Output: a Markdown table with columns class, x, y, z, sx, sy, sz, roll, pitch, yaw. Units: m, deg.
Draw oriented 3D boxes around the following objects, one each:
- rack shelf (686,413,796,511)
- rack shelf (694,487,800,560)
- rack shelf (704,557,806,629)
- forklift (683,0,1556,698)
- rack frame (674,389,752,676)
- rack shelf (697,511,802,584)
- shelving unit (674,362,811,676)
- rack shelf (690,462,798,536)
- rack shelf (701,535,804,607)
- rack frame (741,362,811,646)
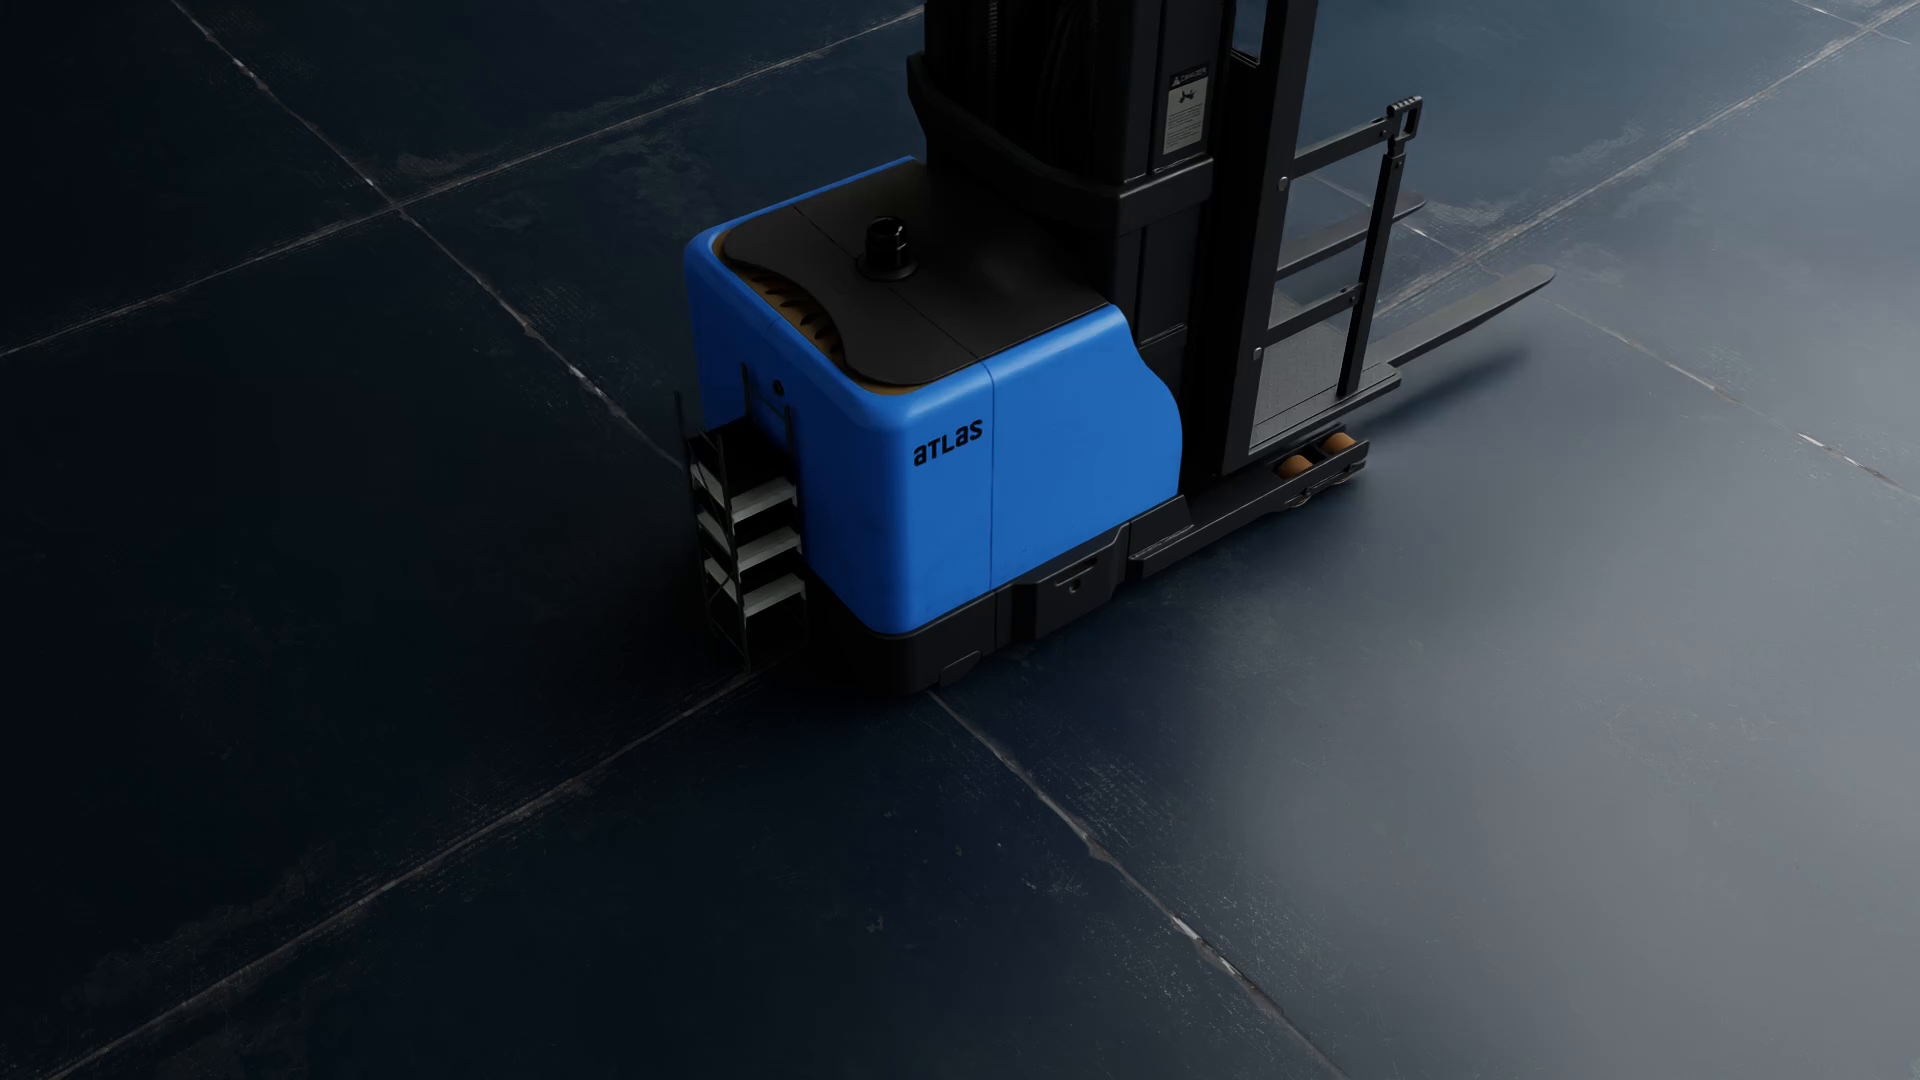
| class | x | y | z | sx | sy | sz | roll | pitch | yaw |
| --- | --- | --- | --- | --- | --- | --- | --- | --- | --- |
| rack shelf | -0.595 | -0.213 | 4.474 | 0.200 | 0.077 | 0.258 | -26 | 49 | -25 |
| rack shelf | -0.595 | -0.082 | 4.597 | 0.200 | 0.077 | 0.258 | -26 | 49 | -25 |
| rack shelf | -0.595 | 0.115 | 4.782 | 0.200 | 0.077 | 0.258 | -26 | 49 | -25 |
| forklift | 0.713 | -1.442 | 4.644 | 3.031 | 2.935 | 1.130 | -26 | 49 | -25 |
| rack frame | -0.678 | 0.000 | 4.592 | 0.006 | 0.900 | 0.240 | -26 | 49 | -25 |
| rack shelf | -0.595 | -0.016 | 4.658 | 0.200 | 0.077 | 0.258 | -26 | 49 | -25 |
| shelving unit | -0.595 | -0.040 | 4.636 | 0.210 | 0.900 | 0.258 | -26 | 49 | -25 |
| rack shelf | -0.595 | -0.147 | 4.535 | 0.200 | 0.077 | 0.258 | -26 | 49 | -25 |
| rack shelf | -0.595 | 0.050 | 4.720 | 0.200 | 0.077 | 0.258 | -26 | 49 | -25 |
| rack frame | -0.513 | -0.081 | 4.679 | 0.006 | 0.900 | 0.240 | -26 | 49 | -25 |
